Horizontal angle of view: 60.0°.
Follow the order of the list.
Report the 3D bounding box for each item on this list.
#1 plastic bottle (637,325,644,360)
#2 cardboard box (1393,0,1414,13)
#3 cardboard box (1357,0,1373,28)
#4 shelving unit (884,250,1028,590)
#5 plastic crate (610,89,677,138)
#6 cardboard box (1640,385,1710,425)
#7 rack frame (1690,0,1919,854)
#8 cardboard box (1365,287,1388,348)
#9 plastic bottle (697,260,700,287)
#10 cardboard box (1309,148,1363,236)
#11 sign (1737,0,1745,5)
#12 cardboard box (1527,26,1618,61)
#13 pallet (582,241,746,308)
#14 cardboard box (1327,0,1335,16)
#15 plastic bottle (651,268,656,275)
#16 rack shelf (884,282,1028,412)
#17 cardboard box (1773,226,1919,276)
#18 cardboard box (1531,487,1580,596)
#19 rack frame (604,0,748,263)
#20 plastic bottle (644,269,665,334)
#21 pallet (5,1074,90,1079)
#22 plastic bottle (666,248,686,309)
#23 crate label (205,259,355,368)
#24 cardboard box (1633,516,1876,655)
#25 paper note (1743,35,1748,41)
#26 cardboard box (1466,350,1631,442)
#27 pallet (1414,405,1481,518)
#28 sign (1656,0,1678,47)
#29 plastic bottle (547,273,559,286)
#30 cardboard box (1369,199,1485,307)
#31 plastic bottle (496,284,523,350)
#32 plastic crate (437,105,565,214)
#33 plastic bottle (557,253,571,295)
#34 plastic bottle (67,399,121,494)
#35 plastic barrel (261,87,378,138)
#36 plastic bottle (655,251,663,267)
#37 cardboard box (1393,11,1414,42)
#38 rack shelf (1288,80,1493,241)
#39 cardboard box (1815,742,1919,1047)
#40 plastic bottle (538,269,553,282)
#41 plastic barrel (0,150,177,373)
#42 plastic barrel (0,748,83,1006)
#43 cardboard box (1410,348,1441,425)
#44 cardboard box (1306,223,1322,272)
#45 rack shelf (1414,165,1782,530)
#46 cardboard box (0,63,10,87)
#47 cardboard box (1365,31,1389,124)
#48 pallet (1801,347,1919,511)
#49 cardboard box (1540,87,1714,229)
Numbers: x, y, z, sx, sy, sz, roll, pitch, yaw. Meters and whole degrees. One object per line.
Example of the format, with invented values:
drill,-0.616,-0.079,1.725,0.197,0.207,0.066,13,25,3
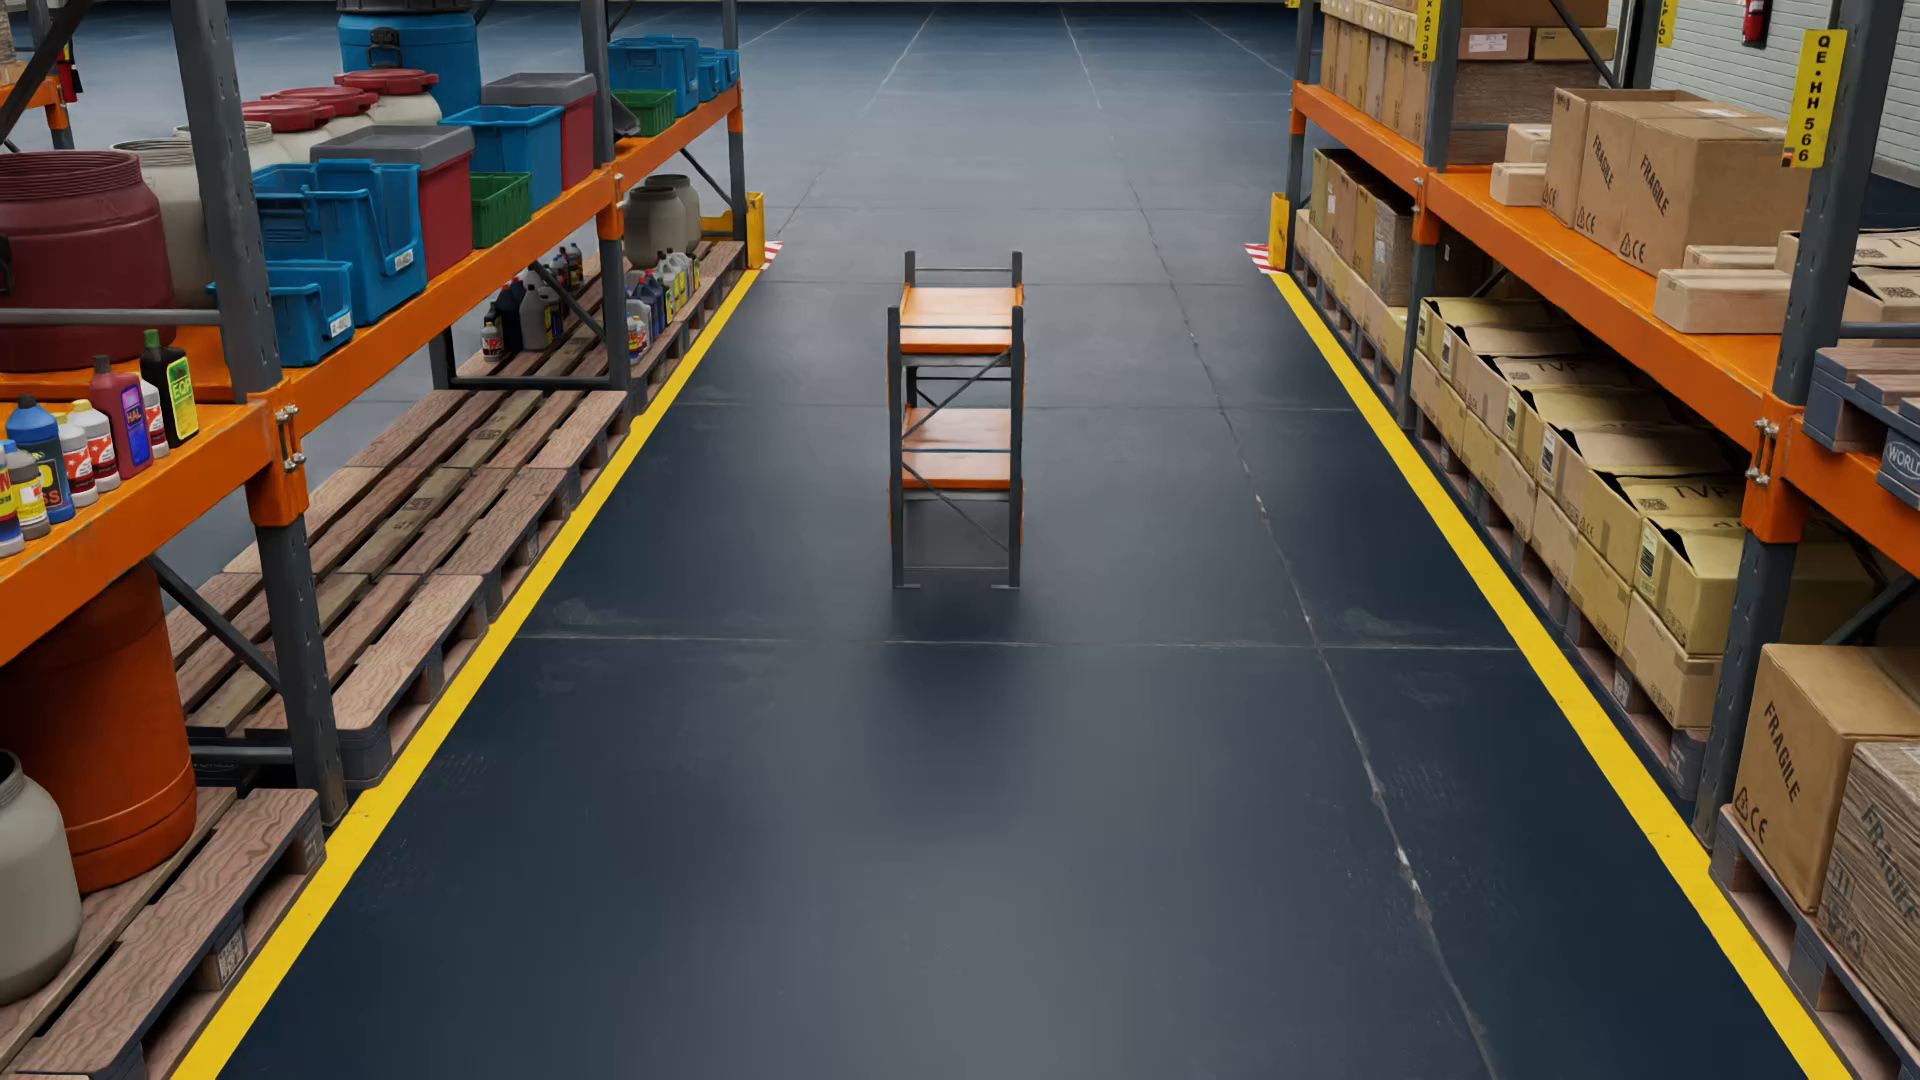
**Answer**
plastic bottle,-1.752,-1.074,8.910,0.097,0.201,0.097,0,21,0
cardboard box,2.786,-3.146,9.059,0.700,0.500,0.500,1,21,2
cardboard box,2.606,-3.161,9.993,0.380,0.149,0.250,0,21,1
shelving unit,0.000,-0.522,6.819,0.538,1.125,1.048,1,21,2
plastic crate,-1.879,-2.415,9.400,0.450,0.188,0.662,1,21,2
cardboard box,2.977,-0.446,6.477,0.500,0.311,0.500,0,21,1
rack frame,2.627,-0.524,4.233,1.000,3.000,0.127,1,21,2
cardboard box,2.569,-1.235,9.286,0.500,0.250,0.500,1,21,2
plastic bottle,-1.699,-1.704,10.535,0.097,0.201,0.097,0,21,0
cardboard box,2.618,-2.308,11.014,0.500,0.500,0.500,1,21,2
sign,9.081,-6.379,19.273,0.001,0.329,0.234,1,21,2
cardboard box,2.950,-2.414,8.070,0.380,0.149,0.250,1,21,2
pallet,-2.066,-1.851,11.507,1.003,0.211,1.213,1,21,2
cardboard box,2.638,-3.531,10.947,0.380,0.149,0.250,0,21,0
plastic bottle,-1.863,-1.558,10.157,0.097,0.201,0.097,0,21,0
rack shelf,0.000,-0.795,6.713,0.538,0.278,1.000,1,21,2
cardboard box,2.848,-0.804,5.077,0.500,0.311,0.500,0,21,1
cardboard box,2.429,0.001,6.101,0.500,0.250,0.500,1,21,3
rack frame,-2.081,-3.473,11.832,1.000,3.000,0.127,1,21,2
plastic bottle,-1.757,-1.352,9.420,0.144,0.351,0.185,0,21,-1
pallet,-2.346,1.445,3.012,1.003,0.211,1.213,1,21,2
plastic bottle,-1.739,-1.573,9.990,0.144,0.351,0.185,2,21,4
crate label,-1.937,-0.650,4.789,0.303,0.233,0.416,1,21,2
cardboard box,2.397,0.108,5.048,0.500,0.311,0.500,1,21,3
paper note,9.035,-5.816,19.089,0.016,0.148,0.142,1,21,2
cardboard box,2.452,-0.631,6.954,0.500,0.311,0.500,0,21,0
pallet,2.765,-0.404,7.777,1.003,0.211,1.213,1,21,2
sign,3.291,-2.471,7.759,0.100,0.325,0.005,1,21,2
plastic bottle,-2.352,-1.395,9.625,0.061,0.283,0.133,1,21,2
cardboard box,2.571,-1.585,9.150,0.500,0.500,0.500,1,21,2
plastic bottle,-2.471,-1.232,9.112,0.144,0.351,0.185,0,21,0
plastic crate,-1.925,-1.617,7.071,0.392,0.384,0.575,1,21,2
plastic bottle,-2.458,-1.630,10.246,0.097,0.271,0.097,0,21,0
plastic bottle,-1.939,-0.211,3.702,0.097,0.201,0.097,0,21,0
plastic barrel,-2.473,-1.481,6.511,0.433,0.535,0.433,0,21,0
plastic bottle,-1.840,-1.653,10.288,0.061,0.283,0.133,1,21,2
cardboard box,2.575,-2.788,9.033,0.380,0.149,0.250,1,21,1
rack shelf,2.809,-2.358,9.954,1.077,0.370,4.000,1,21,2
cardboard box,2.317,0.787,3.702,0.500,0.500,0.500,0,21,0
plastic bottle,-2.446,-1.442,9.757,0.152,0.276,0.135,1,21,3
plastic barrel,-2.613,-0.815,4.793,0.600,0.536,0.708,1,21,2
plastic barrel,-2.250,0.766,3.766,0.421,0.512,0.421,0,21,0
cardboard box,2.489,-0.741,8.013,0.500,0.250,0.500,0,21,0
cardboard box,2.620,-1.958,11.150,0.500,0.250,0.500,1,21,2
rack shelf,2.688,-0.912,6.227,1.077,0.370,4.000,1,21,2
cardboard box,-6.842,-3.214,11.513,0.380,0.149,0.250,1,21,2
cardboard box,2.799,-2.735,9.793,0.700,0.500,0.500,1,21,3
pallet,2.676,-0.189,3.634,1.213,0.211,1.003,1,21,2
cardboard box,2.693,-1.549,6.736,0.500,0.500,0.500,2,21,6
